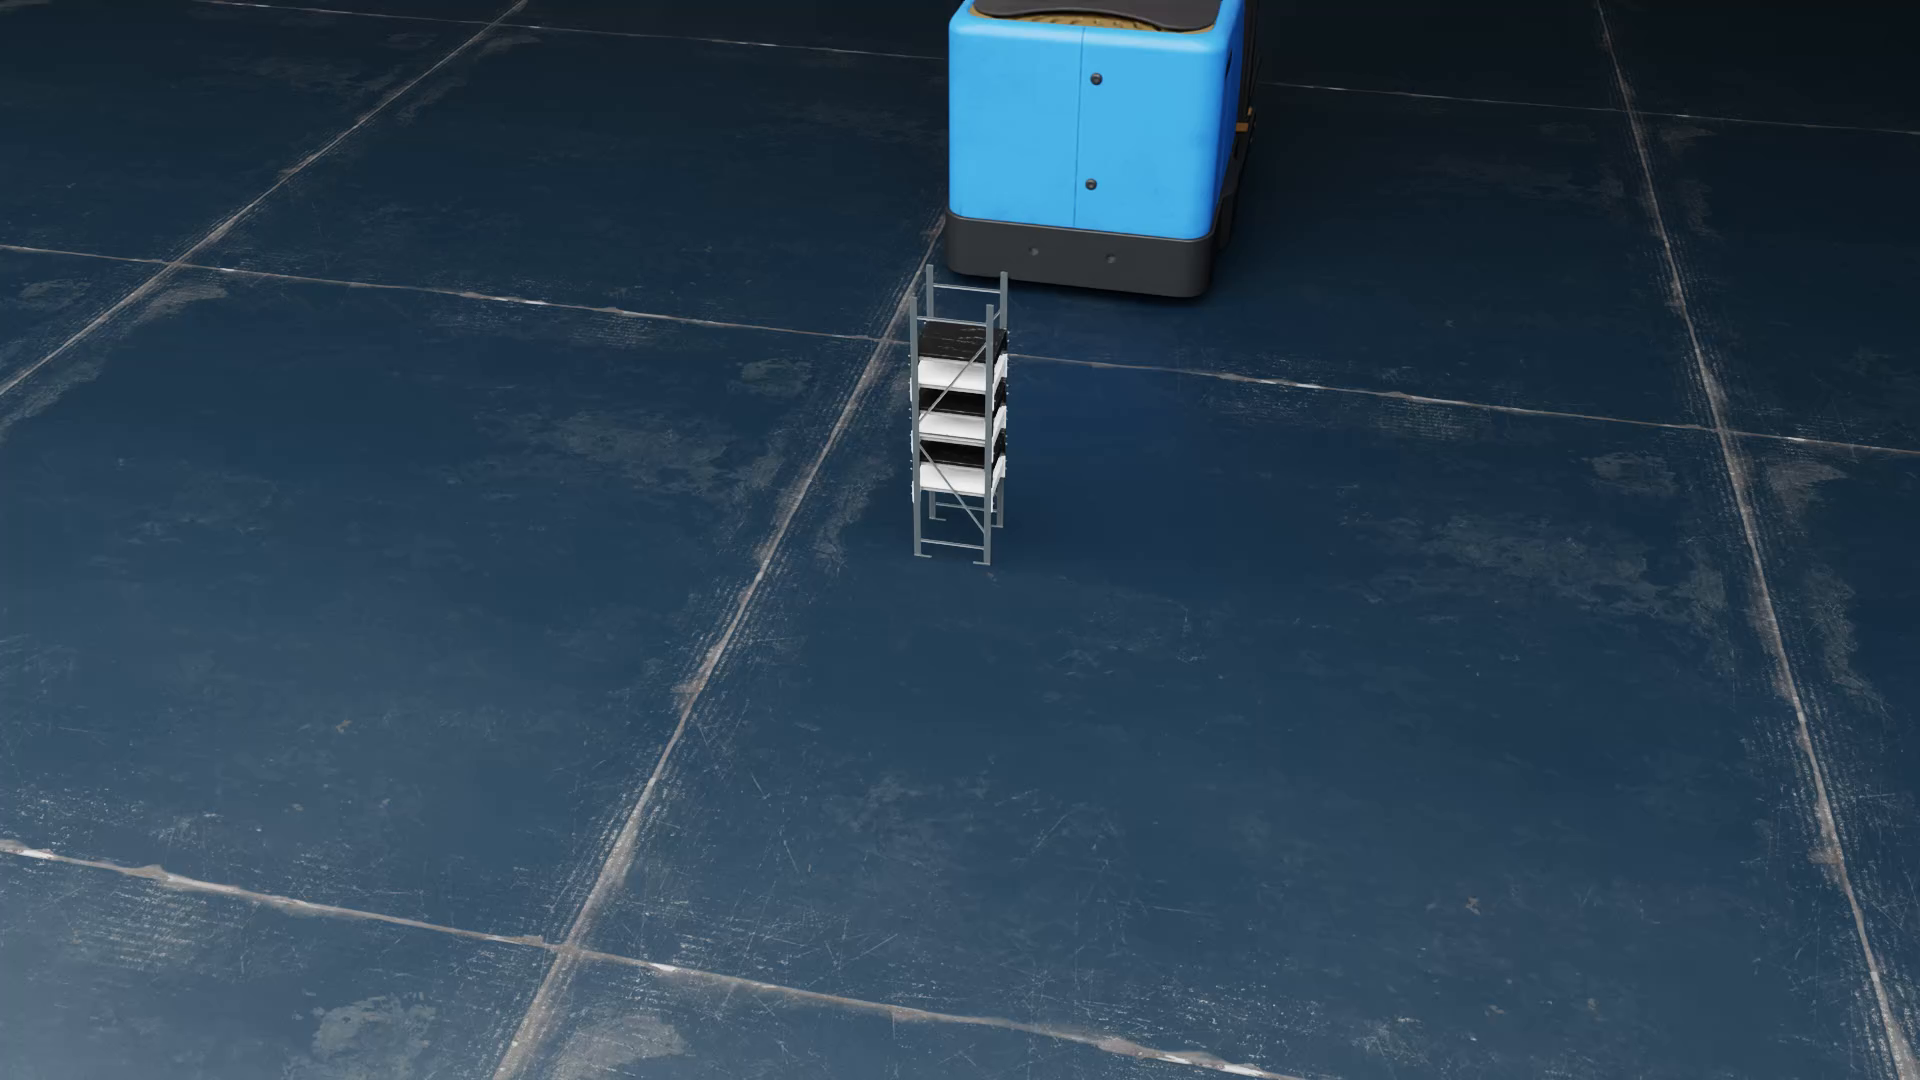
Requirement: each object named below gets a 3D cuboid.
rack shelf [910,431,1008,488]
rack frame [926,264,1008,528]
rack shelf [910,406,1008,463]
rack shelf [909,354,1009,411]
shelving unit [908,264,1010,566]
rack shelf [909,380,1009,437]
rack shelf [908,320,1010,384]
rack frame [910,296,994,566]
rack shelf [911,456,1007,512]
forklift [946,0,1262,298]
[{"bbox_3d":[-0.002,-0.260,5.052,0.258,0.077,0.200,7,37,10],"label":"rack shelf"},{"bbox_3d":[0.020,-0.418,5.060,0.240,0.900,0.006,7,37,10],"label":"rack frame"},{"bbox_3d":[-0.002,-0.333,4.999,0.258,0.077,0.200,7,37,10],"label":"rack shelf"},{"bbox_3d":[-0.002,-0.478,4.893,0.258,0.077,0.200,7,37,10],"label":"rack shelf"},{"bbox_3d":[-0.002,-0.360,4.979,0.258,0.900,0.210,7,37,10],"label":"shelving unit"},{"bbox_3d":[-0.002,-0.406,4.946,0.258,0.077,0.200,7,37,10],"label":"rack shelf"},{"bbox_3d":[-0.002,-0.551,4.841,0.258,0.077,0.200,7,37,10],"label":"rack shelf"},{"bbox_3d":[-0.023,-0.301,4.899,0.240,0.900,0.006,7,37,10],"label":"rack frame"},{"bbox_3d":[-0.002,-0.187,5.105,0.258,0.077,0.200,7,37,10],"label":"rack shelf"},{"bbox_3d":[0.779,-2.986,6.873,1.130,2.935,3.031,8,37,11],"label":"forklift"}]
